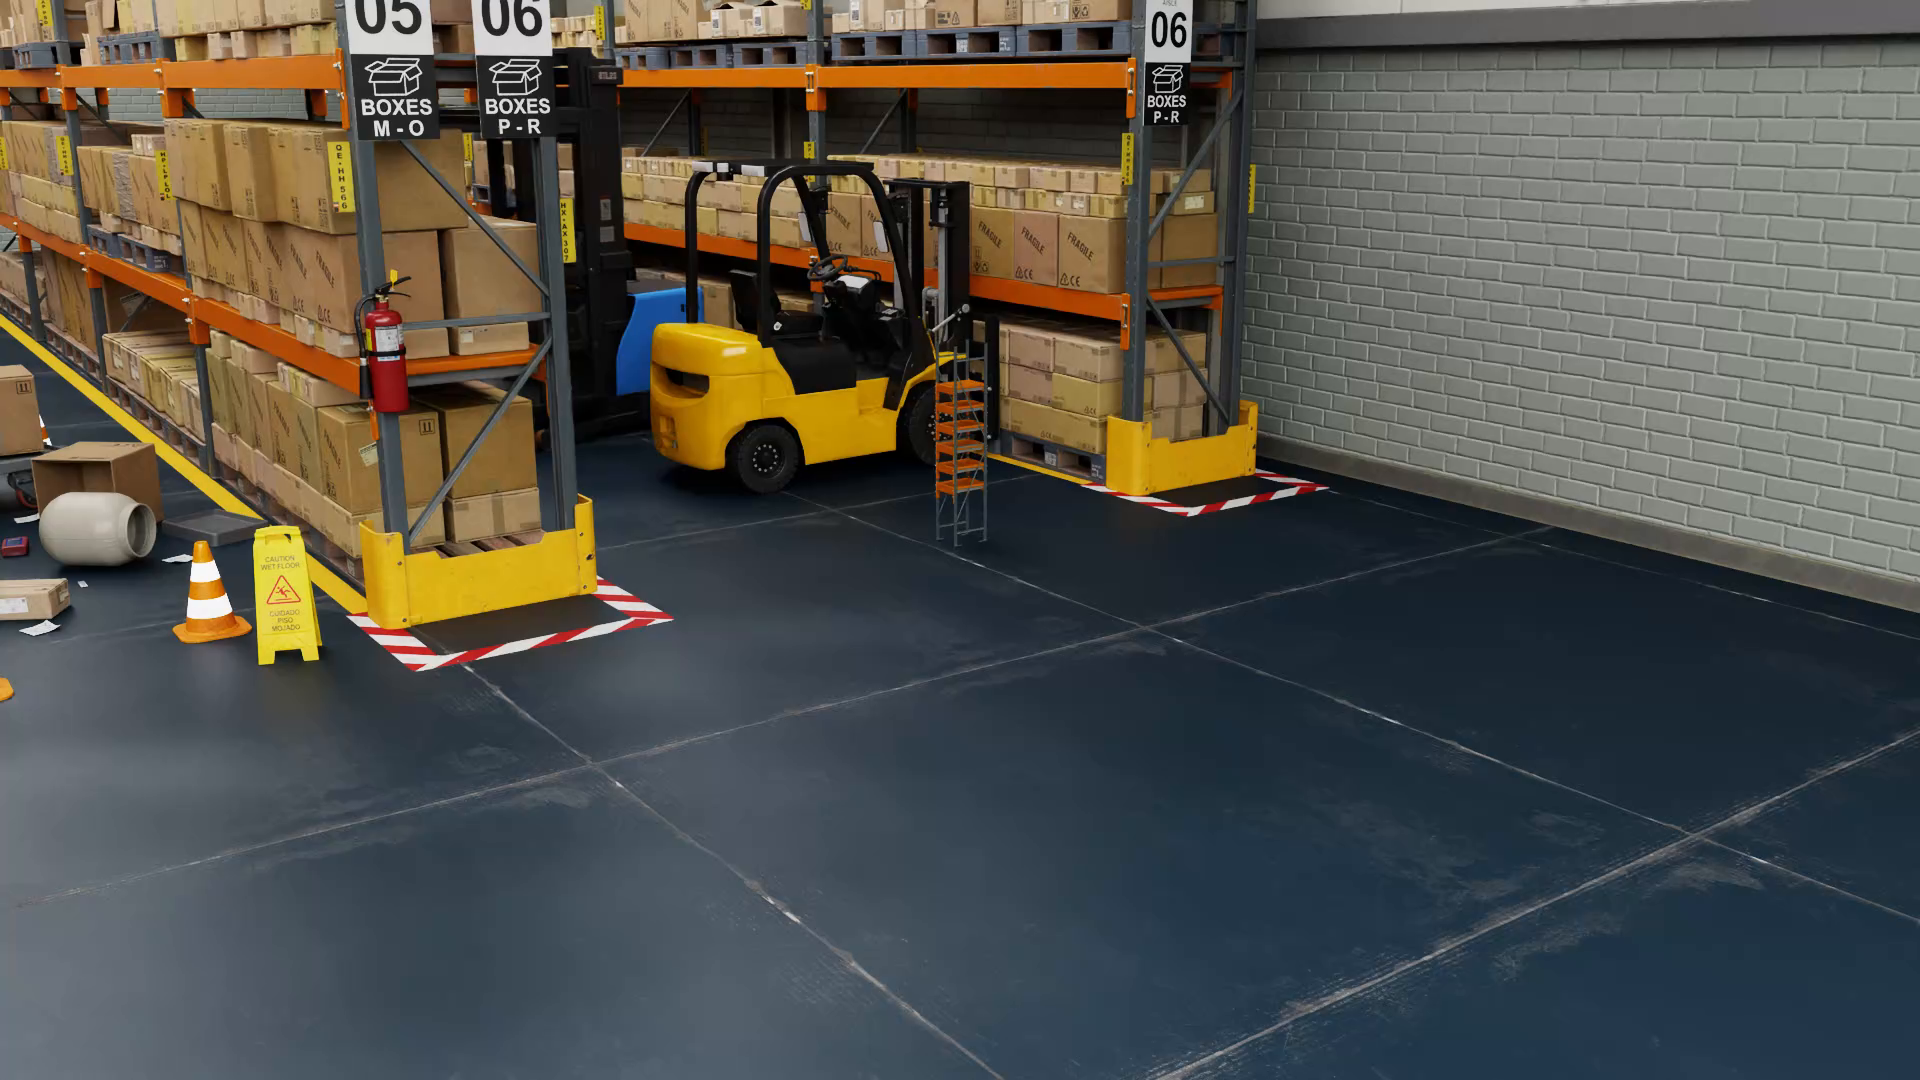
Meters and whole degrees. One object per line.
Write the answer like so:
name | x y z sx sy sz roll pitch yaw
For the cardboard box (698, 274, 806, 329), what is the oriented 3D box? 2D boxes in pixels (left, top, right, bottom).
cardboard box | -2.030 -2.217 16.196 0.875 0.625 0.625 -12 19 -37

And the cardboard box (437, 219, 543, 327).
cardboard box | -2.535 -1.433 8.878 0.500 0.500 0.500 -11 19 -35

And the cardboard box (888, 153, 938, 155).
cardboard box | -0.388 -3.206 14.126 0.380 0.149 0.250 -11 19 -34

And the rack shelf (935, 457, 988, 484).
rack shelf | 0.009 -0.417 9.950 0.258 0.103 0.180 -11 19 -35

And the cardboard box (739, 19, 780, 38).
cardboard box | -1.712 -4.487 14.596 0.380 0.149 0.250 -11 19 -35

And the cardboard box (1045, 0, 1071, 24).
cardboard box | 0.799 -3.575 11.264 0.380 0.149 0.250 -12 19 -36

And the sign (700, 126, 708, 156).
sign | -2.725 -4.222 17.627 0.100 0.325 0.005 -11 19 -35

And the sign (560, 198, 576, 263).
sign | -2.042 -1.599 8.597 0.100 0.325 0.005 -11 19 -35

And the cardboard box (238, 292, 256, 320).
cardboard box | -4.163 -1.439 10.126 0.380 0.149 0.250 -11 19 -34

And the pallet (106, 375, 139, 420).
pallet | -6.726 -1.294 14.402 1.003 0.211 1.213 -11 19 -35

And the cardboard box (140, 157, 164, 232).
cardboard box | -5.583 -2.514 12.033 0.500 0.500 0.500 -11 19 -34

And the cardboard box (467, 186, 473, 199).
cardboard box | -5.916 -4.339 20.722 0.380 0.149 0.250 -11 19 -34

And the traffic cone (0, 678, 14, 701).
traffic cone | -4.475 0.480 7.447 0.336 0.463 0.334 -11 19 -35

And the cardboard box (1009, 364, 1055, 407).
cardboard box | 0.707 -1.150 12.063 0.500 0.250 0.500 -11 19 -35

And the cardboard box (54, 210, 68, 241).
cardboard box | -8.005 -2.908 15.302 0.500 0.250 0.500 -10 18 -34

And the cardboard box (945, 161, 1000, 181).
cardboard box | 0.110 -2.800 12.642 0.380 0.149 0.250 -11 19 -34

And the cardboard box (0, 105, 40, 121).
cardboard box | -9.975 -4.519 17.594 0.380 0.149 0.250 -11 19 -36

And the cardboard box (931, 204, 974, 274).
cardboard box | 0.127 -2.308 12.639 0.500 0.500 0.500 -11 19 -34

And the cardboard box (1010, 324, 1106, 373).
cardboard box | 0.704 -1.385 11.974 0.500 0.250 0.500 -10 18 -34

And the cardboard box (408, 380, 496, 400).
cardboard box | -3.057 -0.666 9.822 0.500 0.500 0.500 -12 19 -37

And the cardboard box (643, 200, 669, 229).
cardboard box | -2.817 -3.264 16.603 0.500 0.250 0.500 -11 19 -36

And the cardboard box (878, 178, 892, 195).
cardboard box | -0.431 -2.804 13.222 0.380 0.149 0.250 -10 18 -33

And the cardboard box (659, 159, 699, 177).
cardboard box | -2.729 -3.663 16.358 0.380 0.149 0.250 -11 19 -34

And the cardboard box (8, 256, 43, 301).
cardboard box | -10.875 -3.161 20.002 0.875 0.438 0.875 -10 18 -33

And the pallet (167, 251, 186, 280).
pallet | -5.165 -2.045 12.228 1.003 0.211 1.213 -11 19 -35

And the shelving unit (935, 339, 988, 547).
shelving unit | 0.009 -0.576 9.906 0.258 1.200 0.189 -11 19 -35

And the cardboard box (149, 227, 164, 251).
cardboard box | -5.680 -2.208 12.143 0.380 0.149 0.250 -11 19 -35

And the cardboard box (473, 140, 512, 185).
cardboard box | -5.420 -4.544 20.011 0.700 0.500 0.500 -10 18 -33

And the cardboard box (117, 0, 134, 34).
cardboard box | -5.886 -3.849 12.262 0.500 0.250 0.500 -11 19 -34

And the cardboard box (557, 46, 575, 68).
cardboard box | -3.966 -5.130 17.741 0.500 0.250 0.500 -11 19 -34

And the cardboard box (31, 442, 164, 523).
cardboard box | -5.303 -0.307 10.246 0.500 0.500 0.500 1 15 4

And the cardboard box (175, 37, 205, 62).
cardboard box | -4.741 -3.107 10.542 0.380 0.149 0.250 -11 19 -34

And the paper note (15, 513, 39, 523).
paper note | -5.901 -0.141 10.535 0.148 0.019 0.142 -11 19 -35

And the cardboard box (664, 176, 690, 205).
cardboard box | -2.522 -3.391 16.122 0.500 0.250 0.500 -11 19 -36

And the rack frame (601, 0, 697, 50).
rack frame | -3.172 -6.470 16.671 1.000 3.000 0.127 -11 19 -35

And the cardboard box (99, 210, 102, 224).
cardboard box | -7.144 -2.789 14.264 0.380 0.149 0.250 -12 19 -38

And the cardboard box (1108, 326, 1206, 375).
cardboard box | 1.402 -1.359 11.879 0.500 0.250 0.500 -11 19 -35

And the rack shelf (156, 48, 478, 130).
rack shelf | -3.657 -2.624 9.663 1.077 0.370 4.000 -11 19 -35

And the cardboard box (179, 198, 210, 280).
cardboard box | -4.800 -2.006 10.970 0.500 0.500 0.500 -11 19 -35

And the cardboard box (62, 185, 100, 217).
cardboard box | -7.675 -3.038 14.832 0.500 0.250 0.500 -11 19 -35

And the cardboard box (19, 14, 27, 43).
cardboard box | -8.278 -4.630 15.087 0.396 0.266 0.258 -11 19 -36

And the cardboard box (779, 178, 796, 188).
cardboard box | -1.367 -3.175 14.575 0.380 0.149 0.250 -11 19 -35

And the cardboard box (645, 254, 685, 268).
cardboard box | -3.226 -3.046 18.235 0.380 0.149 0.250 -10 18 -32

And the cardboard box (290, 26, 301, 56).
cardboard box | -3.219 -2.566 8.563 0.380 0.149 0.250 -10 18 -33

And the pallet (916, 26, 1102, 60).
pallet | 0.416 -3.688 12.356 1.003 0.211 1.213 -11 19 -35

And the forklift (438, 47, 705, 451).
forklift | -3.361 -2.228 12.666 1.130 2.935 3.031 11 19 34

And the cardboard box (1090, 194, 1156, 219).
cardboard box | 1.101 -2.260 11.234 0.380 0.149 0.250 -11 19 -34

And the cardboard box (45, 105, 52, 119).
cardboard box | -9.860 -4.711 18.295 0.380 0.149 0.250 -11 19 -35

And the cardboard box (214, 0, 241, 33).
cardboard box | -3.902 -3.008 9.422 0.500 0.250 0.500 -11 19 -34

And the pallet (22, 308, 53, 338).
pallet | -9.920 -2.489 18.771 1.003 0.211 1.213 -11 19 -35

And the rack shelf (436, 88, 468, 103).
rack shelf | -6.700 -5.958 21.843 1.077 0.370 4.000 -11 19 -35

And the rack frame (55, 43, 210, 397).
rack frame | -7.185 -2.806 14.645 1.000 3.000 0.127 -11 19 -35

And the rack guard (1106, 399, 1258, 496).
rack guard | 1.546 -0.658 11.532 1.175 0.500 0.348 -11 19 -35

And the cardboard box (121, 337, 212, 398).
cardboard box | -6.420 -1.462 13.919 0.950 0.372 0.625 -11 19 -36

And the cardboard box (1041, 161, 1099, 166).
cardboard box | 0.831 -2.772 12.541 0.380 0.149 0.250 -11 19 -36

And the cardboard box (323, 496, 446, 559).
cardboard box | -3.188 -0.110 9.208 0.500 0.250 0.500 -11 19 -35
